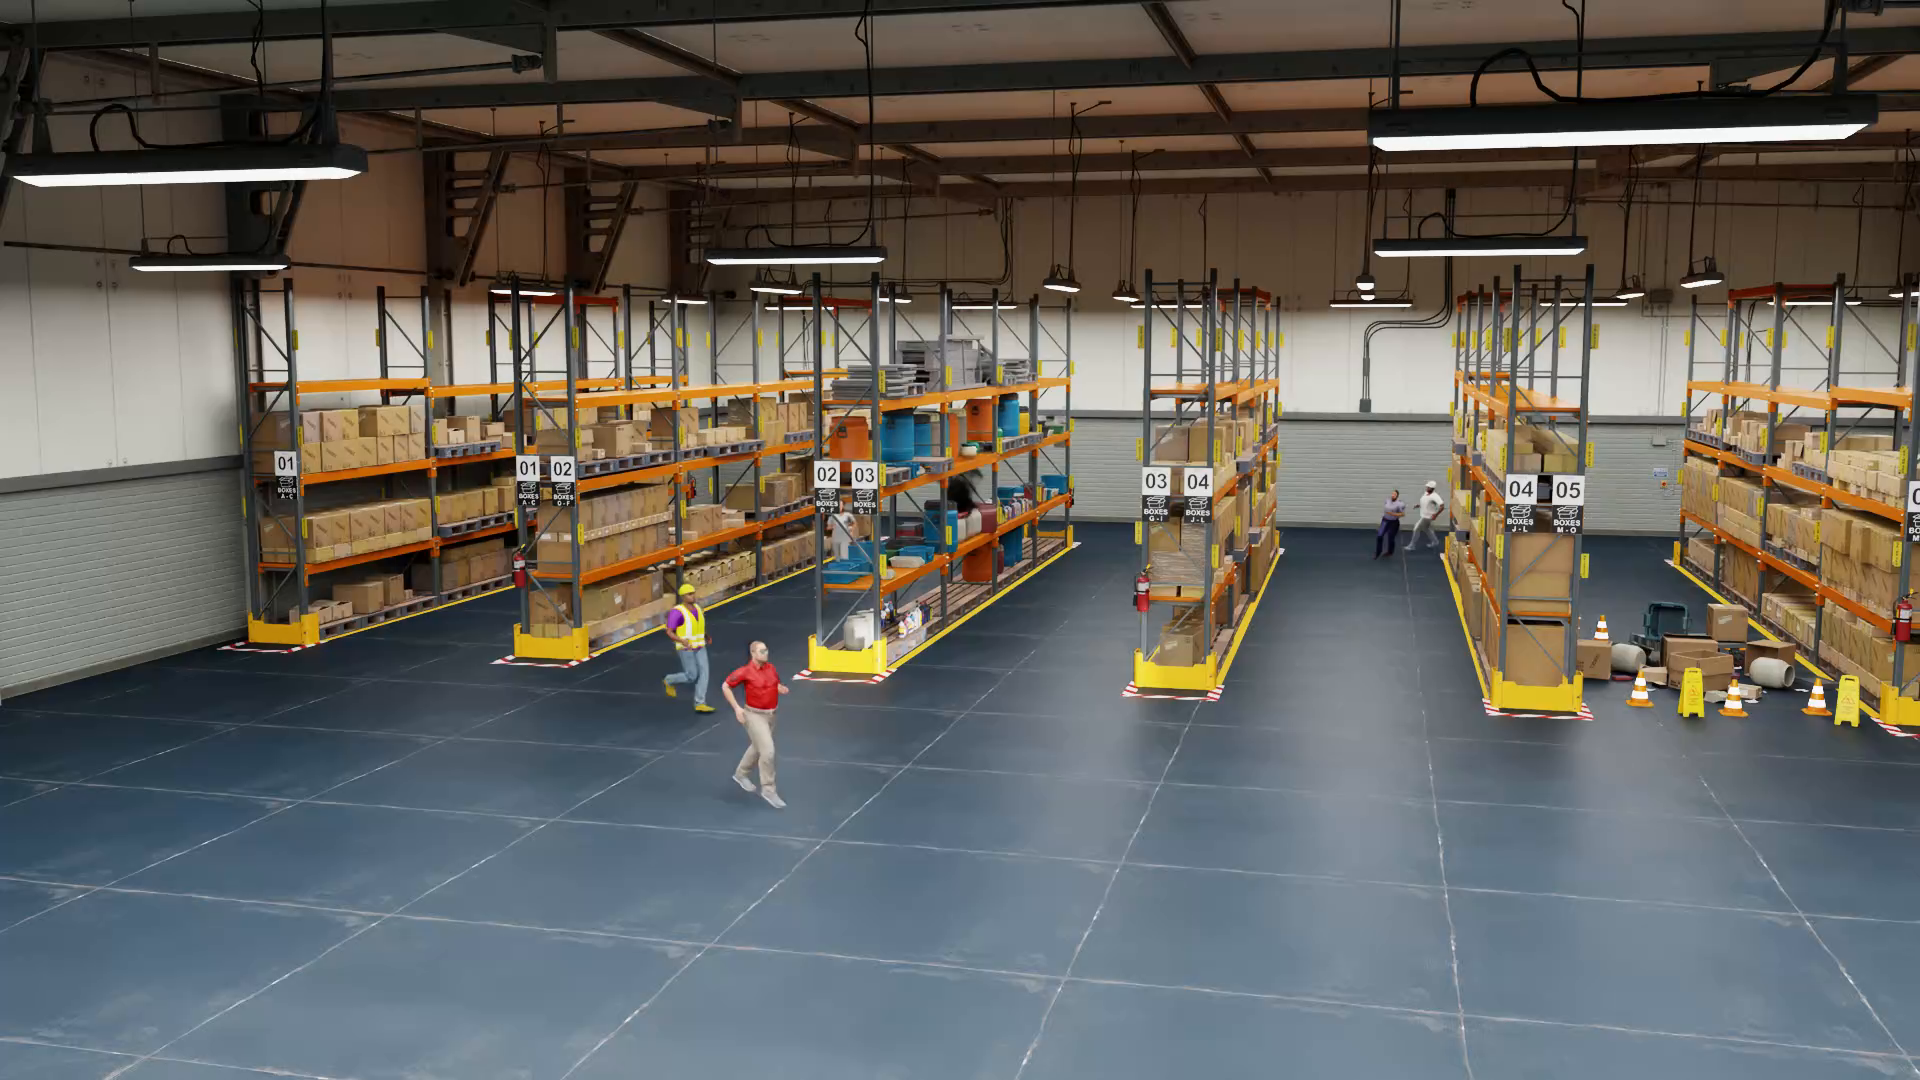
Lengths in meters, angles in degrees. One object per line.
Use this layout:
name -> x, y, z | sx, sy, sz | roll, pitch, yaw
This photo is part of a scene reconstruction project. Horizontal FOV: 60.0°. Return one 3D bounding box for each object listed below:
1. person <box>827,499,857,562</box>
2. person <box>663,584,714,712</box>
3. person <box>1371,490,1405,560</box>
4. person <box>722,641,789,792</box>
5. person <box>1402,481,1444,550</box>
person -> -2.279, 0.092, 31.816 | 0.544, 1.761, 0.673 | 1, 7, 7
person -> -3.655, 1.456, 22.574 | 0.832, 1.733, 0.712 | 5, 8, 36
person -> 9.884, -0.332, 38.099 | 0.673, 1.569, 0.754 | 5, 8, 33
person -> -2.184, 1.898, 18.084 | 0.783, 1.618, 0.640 | 4, 8, 30
person -> 11.023, -0.584, 39.565 | 0.958, 1.695, 0.837 | 2, 7, 16
